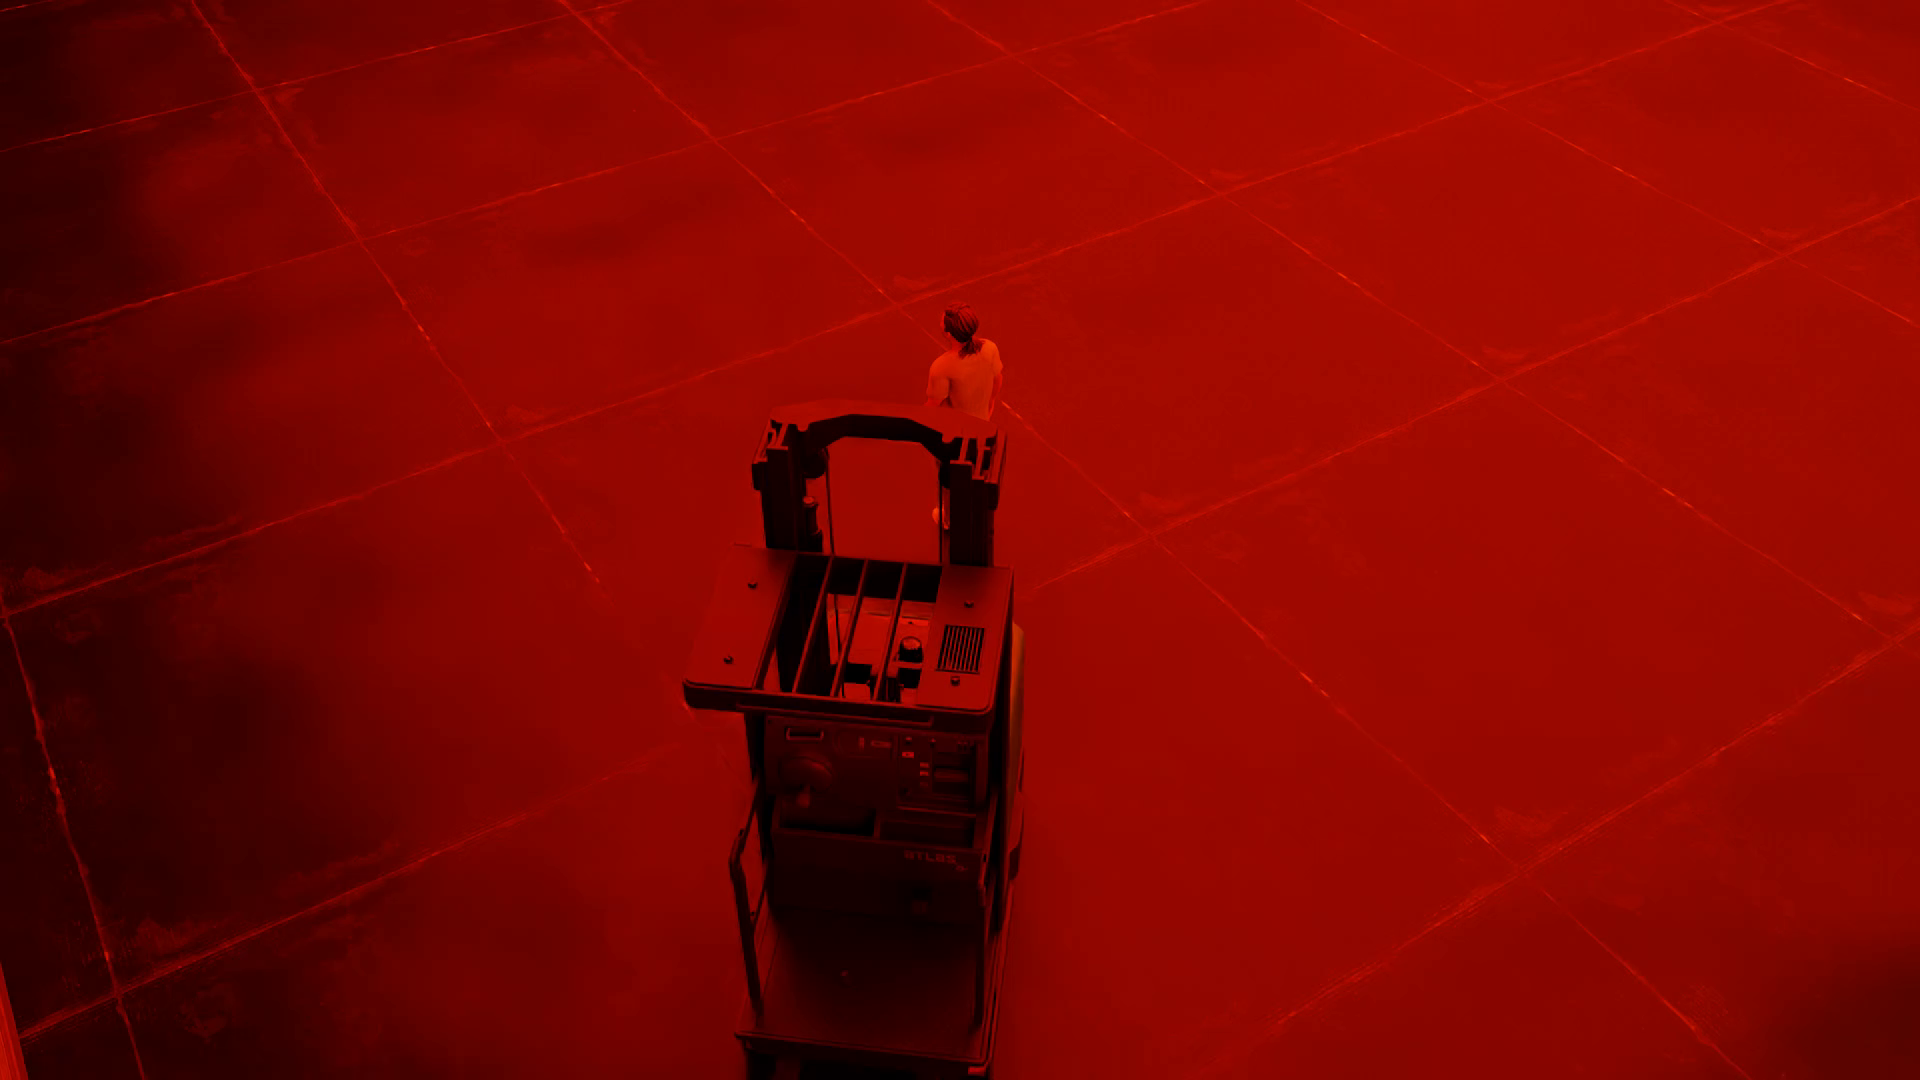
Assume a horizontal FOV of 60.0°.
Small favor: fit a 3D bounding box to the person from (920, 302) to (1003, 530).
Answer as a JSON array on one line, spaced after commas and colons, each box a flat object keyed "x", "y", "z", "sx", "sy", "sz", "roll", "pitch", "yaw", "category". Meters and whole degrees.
[{"x": -0.028, "y": -0.713, "z": 9.568, "sx": 0.548, "sy": 1.674, "sz": 0.548, "roll": -23, "pitch": 46, "yaw": -24, "category": "person"}]

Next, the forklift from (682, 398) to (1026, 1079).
[{"x": -0.373, "y": 1.021, "z": 6.703, "sx": 1.130, "sy": 2.935, "sz": 3.031, "roll": 5, "pitch": 41, "yaw": 6, "category": "forklift"}]
